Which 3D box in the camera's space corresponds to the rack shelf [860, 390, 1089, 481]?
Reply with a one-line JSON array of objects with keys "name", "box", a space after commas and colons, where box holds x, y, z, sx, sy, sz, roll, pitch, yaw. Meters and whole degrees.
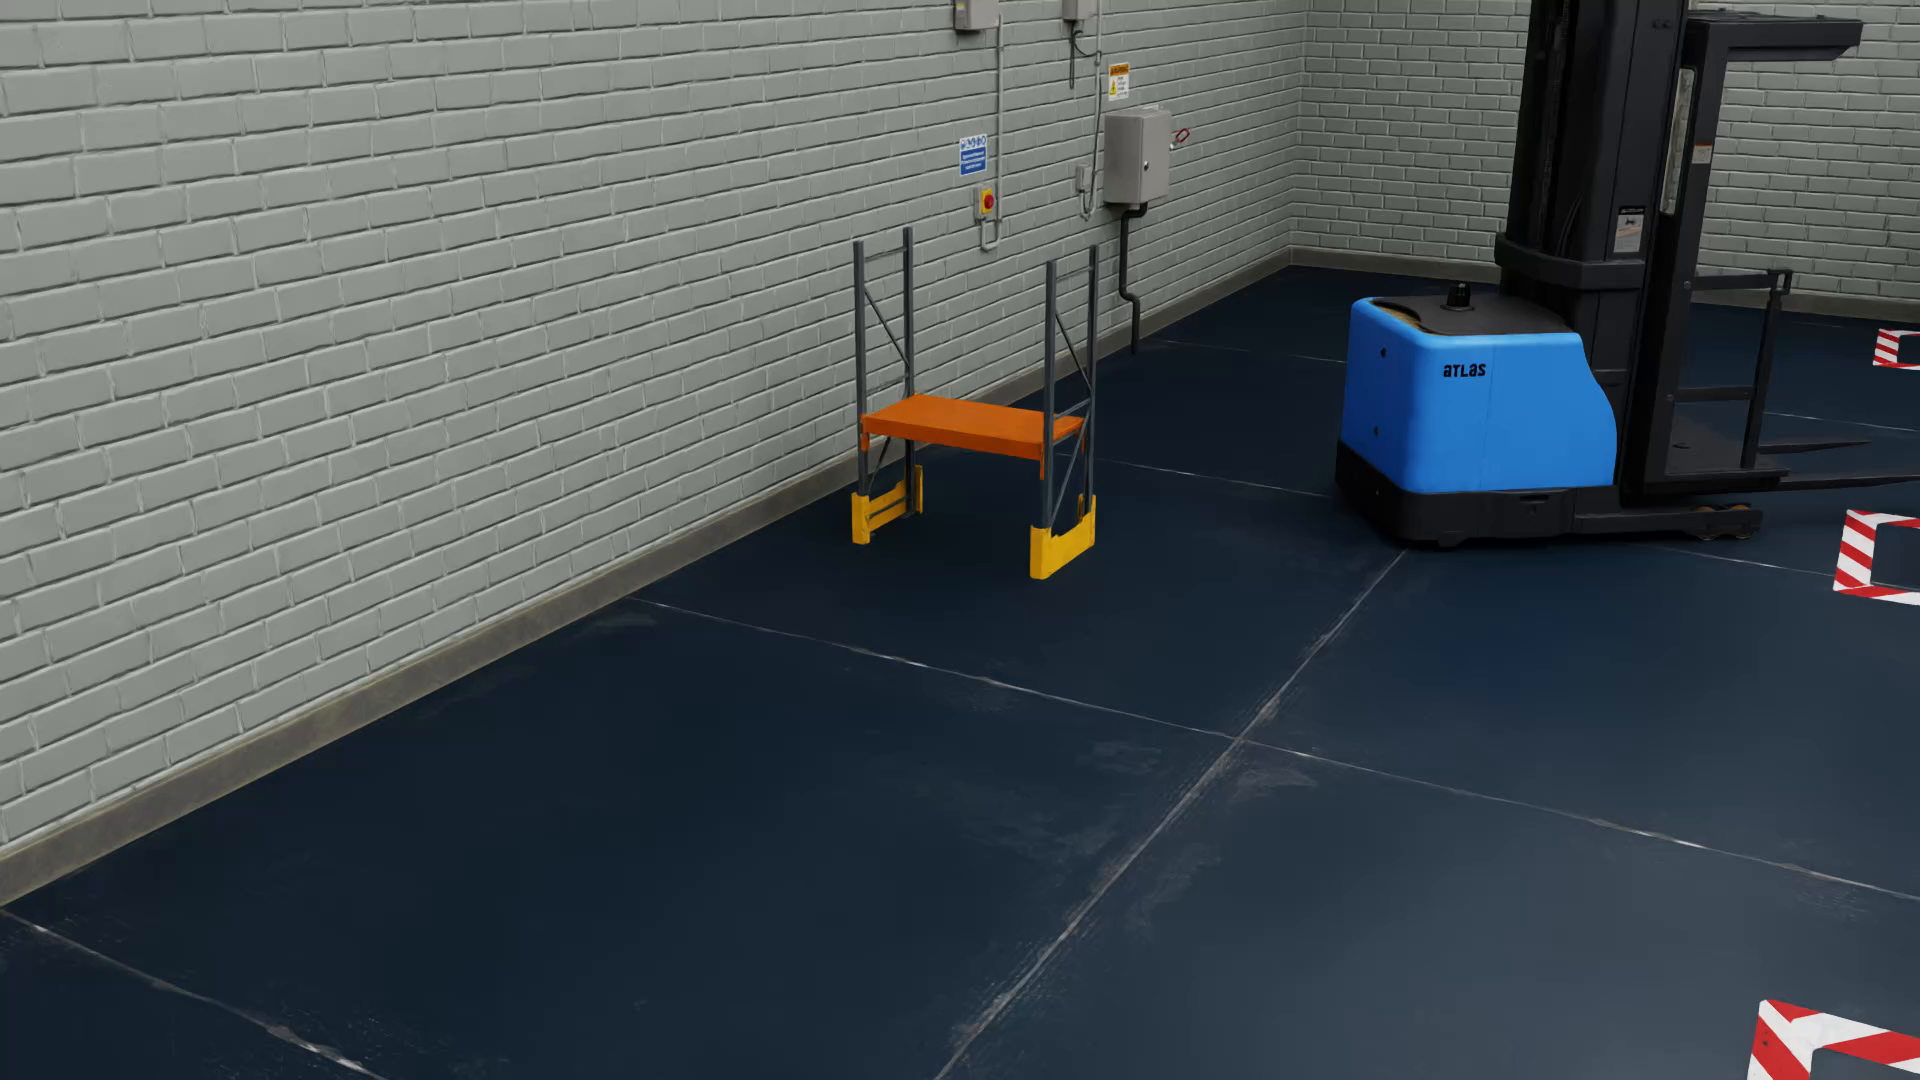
[{"name": "rack shelf", "box": [0.074, -0.522, 8.132, 1.000, 0.185, 0.538, 11, 23, 27]}]

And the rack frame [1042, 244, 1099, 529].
[{"name": "rack frame", "box": [0.518, -0.606, 7.837, 0.032, 1.500, 0.500, 11, 23, 27]}]

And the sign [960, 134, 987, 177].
[{"name": "sign", "box": [0.079, -2.288, 9.879, 0.001, 0.218, 0.327, 11, 23, 27]}]

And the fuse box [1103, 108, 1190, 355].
[{"name": "fuse box", "box": [1.308, -2.161, 11.813, 0.414, 1.711, 0.539, 11, 23, 27]}]

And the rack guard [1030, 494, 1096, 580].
[{"name": "rack guard", "box": [0.501, -0.022, 8.059, 0.087, 0.250, 0.587, 11, 23, 27]}]

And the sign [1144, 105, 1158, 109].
[{"name": "sign", "box": [1.368, -2.903, 12.110, 0.001, 0.494, 0.329, 11, 23, 27]}]

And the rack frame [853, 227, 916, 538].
[{"name": "rack frame", "box": [-0.369, -0.775, 8.303, 0.032, 1.500, 0.500, 11, 23, 27]}]

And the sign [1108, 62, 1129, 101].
[{"name": "sign", "box": [1.100, -3.173, 11.502, 0.001, 0.242, 0.339, 11, 23, 27]}]

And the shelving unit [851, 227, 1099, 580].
[{"name": "shelving unit", "box": [0.067, -0.692, 8.074, 1.083, 1.500, 0.587, 11, 23, 27]}]

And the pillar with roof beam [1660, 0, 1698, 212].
[{"name": "pillar with roof beam", "box": [3.494, -4.968, 8.865, 0.400, 9.000, 9.100, 11, 23, 27]}]

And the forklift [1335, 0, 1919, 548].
[{"name": "forklift", "box": [3.594, -1.552, 8.345, 3.031, 2.935, 1.130, -3, 20, -8]}]

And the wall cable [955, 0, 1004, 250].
[{"name": "wall cable", "box": [0.156, -2.658, 9.758, 0.123, 1.953, 0.585, 11, 23, 27]}]

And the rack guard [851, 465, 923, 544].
[{"name": "rack guard", "box": [-0.368, -0.188, 8.516, 0.087, 0.250, 0.587, 11, 23, 27]}]

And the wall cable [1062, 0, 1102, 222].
[{"name": "wall cable", "box": [0.838, -3.067, 10.932, 0.122, 1.984, 0.588, 11, 23, 27]}]
